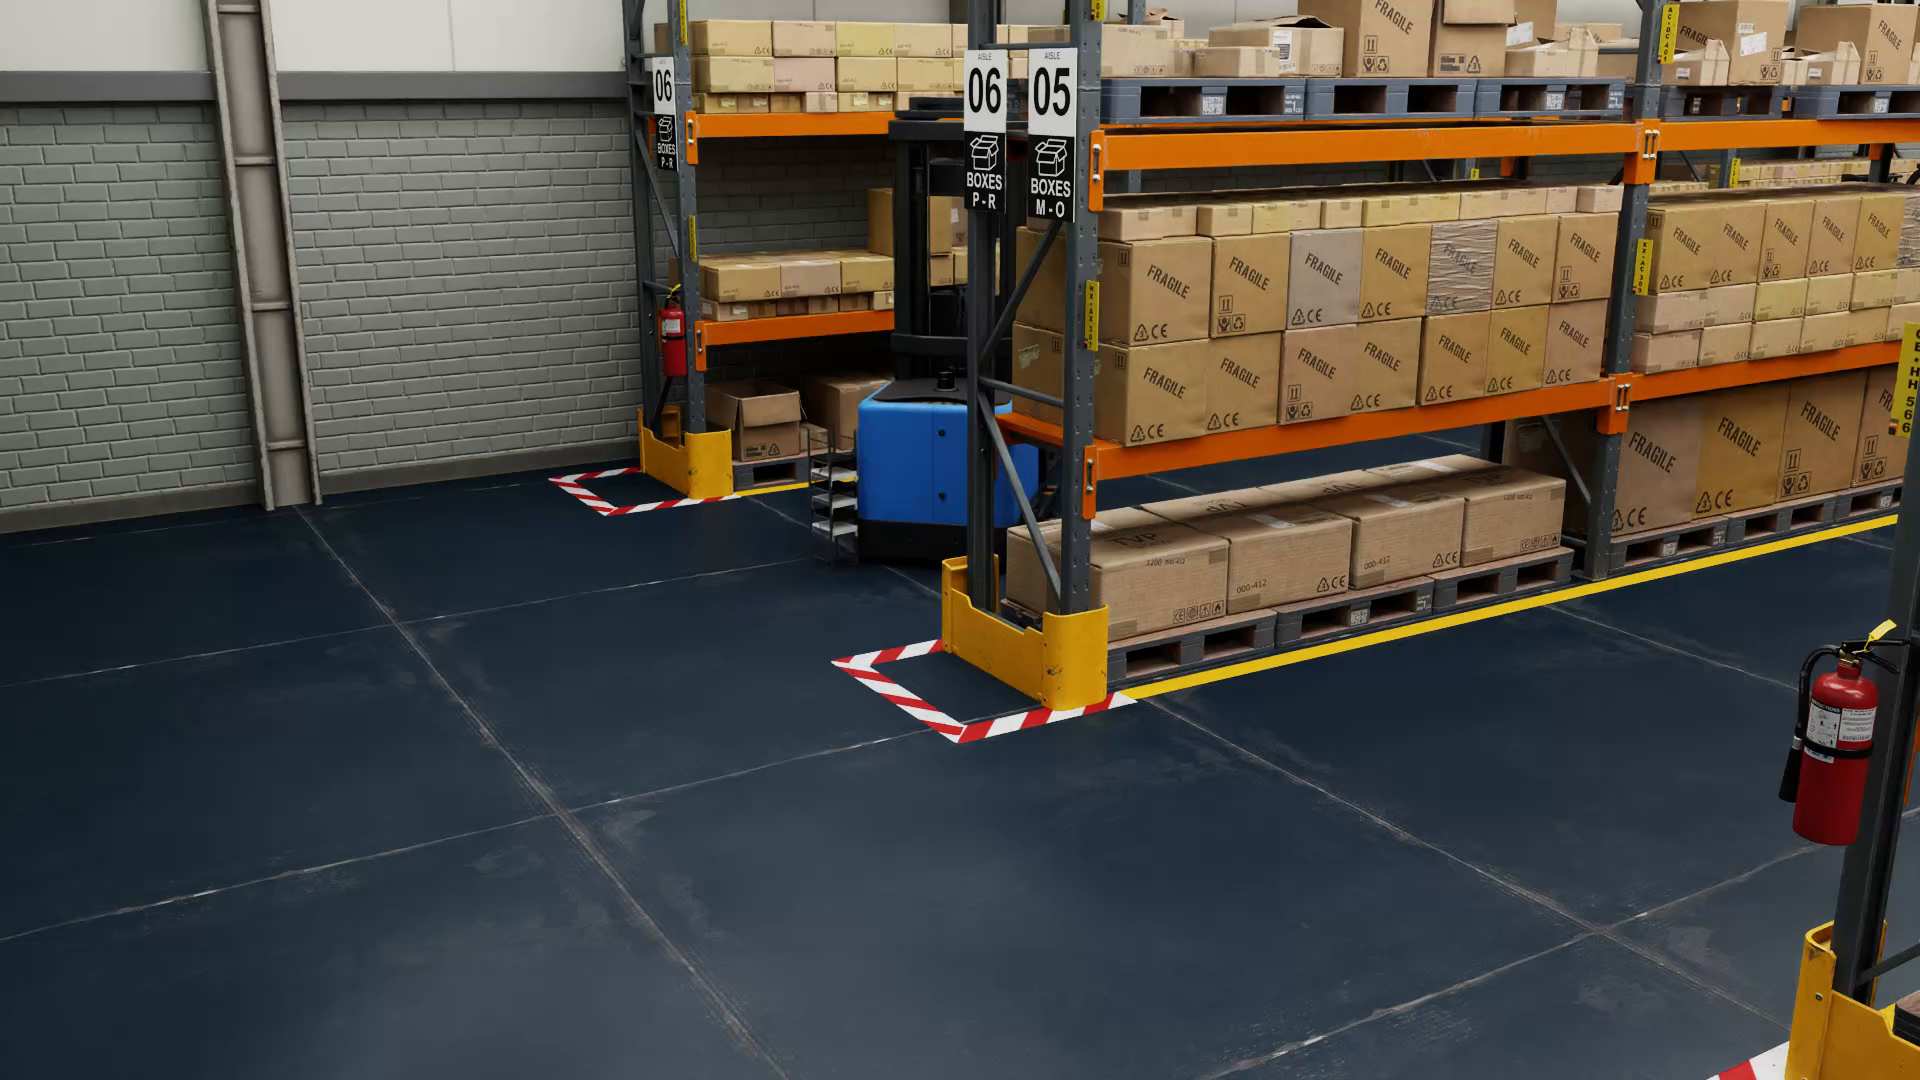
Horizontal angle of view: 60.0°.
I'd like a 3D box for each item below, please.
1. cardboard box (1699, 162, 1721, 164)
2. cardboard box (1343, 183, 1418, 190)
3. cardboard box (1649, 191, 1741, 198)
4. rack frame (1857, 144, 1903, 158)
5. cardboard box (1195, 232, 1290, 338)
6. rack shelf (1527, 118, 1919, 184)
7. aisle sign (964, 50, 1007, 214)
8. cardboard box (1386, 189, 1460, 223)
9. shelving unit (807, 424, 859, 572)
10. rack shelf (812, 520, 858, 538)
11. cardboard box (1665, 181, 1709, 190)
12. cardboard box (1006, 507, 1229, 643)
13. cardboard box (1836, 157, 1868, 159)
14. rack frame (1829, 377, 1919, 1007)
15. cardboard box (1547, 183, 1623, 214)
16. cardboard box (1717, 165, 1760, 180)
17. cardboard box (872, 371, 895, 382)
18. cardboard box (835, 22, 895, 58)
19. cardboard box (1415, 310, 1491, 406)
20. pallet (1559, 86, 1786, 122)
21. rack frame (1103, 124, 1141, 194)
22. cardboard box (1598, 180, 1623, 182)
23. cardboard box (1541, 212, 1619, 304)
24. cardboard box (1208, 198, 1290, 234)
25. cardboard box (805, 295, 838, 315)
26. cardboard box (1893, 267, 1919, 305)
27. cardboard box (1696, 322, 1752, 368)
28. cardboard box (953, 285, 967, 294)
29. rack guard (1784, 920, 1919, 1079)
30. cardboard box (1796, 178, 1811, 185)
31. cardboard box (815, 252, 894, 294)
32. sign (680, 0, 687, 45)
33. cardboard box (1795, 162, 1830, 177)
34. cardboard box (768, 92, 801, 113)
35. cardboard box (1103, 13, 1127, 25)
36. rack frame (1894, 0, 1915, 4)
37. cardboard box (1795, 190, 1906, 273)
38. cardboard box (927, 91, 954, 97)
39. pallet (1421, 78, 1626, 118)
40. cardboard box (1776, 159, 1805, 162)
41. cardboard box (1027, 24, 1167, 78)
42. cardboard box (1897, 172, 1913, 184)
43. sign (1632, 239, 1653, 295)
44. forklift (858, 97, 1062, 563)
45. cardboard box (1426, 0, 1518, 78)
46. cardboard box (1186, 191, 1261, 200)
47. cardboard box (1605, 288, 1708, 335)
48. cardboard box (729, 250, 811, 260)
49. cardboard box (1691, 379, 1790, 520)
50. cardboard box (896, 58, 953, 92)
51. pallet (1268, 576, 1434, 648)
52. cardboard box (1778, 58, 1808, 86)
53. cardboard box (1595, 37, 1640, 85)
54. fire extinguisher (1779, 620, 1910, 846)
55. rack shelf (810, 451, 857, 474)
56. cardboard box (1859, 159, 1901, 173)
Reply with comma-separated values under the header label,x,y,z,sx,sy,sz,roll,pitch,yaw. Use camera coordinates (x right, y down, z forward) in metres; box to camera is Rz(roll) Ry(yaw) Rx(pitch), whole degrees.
label,x,y,z,sx,sy,sz,roll,pitch,yaw
cardboard box,8.647,-4.240,19.039,0.250,0.149,0.380,-9,18,-30
cardboard box,2.474,-2.019,9.817,0.250,0.149,0.380,-10,18,-31
cardboard box,4.912,-2.086,11.256,0.500,0.500,0.500,-9,18,-28
rack frame,11.501,-4.112,20.523,0.127,3.000,1.000,-9,18,-30
cardboard box,1.343,-1.344,8.610,0.500,0.500,0.500,-10,18,-31
rack shelf,5.488,-2.672,11.161,4.000,0.370,1.077,-9,18,-30
aisle sign,0.124,-2.054,8.363,0.004,0.787,0.394,-9,18,-30
cardboard box,2.546,-1.859,9.244,0.250,0.149,0.380,-10,18,-31
shelving unit,-0.818,-0.272,10.711,0.210,0.900,0.258,-13,20,-39
rack shelf,-0.818,-0.066,10.769,0.200,0.077,0.258,-13,20,-39
cardboard box,7.894,-3.818,18.086,0.250,0.149,0.380,-9,18,-28
cardboard box,0.860,0.176,9.193,0.875,0.438,0.875,-10,18,-32
cardboard box,10.843,-4.596,20.311,0.250,0.149,0.380,-9,18,-28
rack frame,2.981,0.391,4.458,0.127,3.000,1.000,-9,18,-30
cardboard box,3.674,-2.022,9.826,0.250,0.149,0.380,-10,18,-31
cardboard box,8.667,-4.097,18.530,0.250,0.149,0.380,-9,18,-29
cardboard box,-0.384,-1.110,13.666,0.500,0.500,0.500,-9,18,-29
cardboard box,-0.835,-3.787,12.606,0.500,0.250,0.500,-10,18,-31
cardboard box,2.647,-1.075,9.502,0.500,0.500,0.500,-10,18,-31
pallet,4.535,-2.787,10.594,1.217,0.209,0.805,-10,19,-32
rack frame,1.215,-2.444,14.572,0.127,3.000,1.000,-9,18,-30
cardboard box,7.189,-3.858,18.228,0.250,0.149,0.380,-9,18,-30
cardboard box,3.512,-1.697,9.867,0.500,0.500,0.500,-9,18,-30
cardboard box,1.478,-1.671,8.574,0.250,0.149,0.380,-10,18,-32
cardboard box,-1.141,-1.861,12.957,0.250,0.149,0.380,-9,18,-28
cardboard box,6.481,-1.823,11.706,0.500,0.250,0.500,-10,18,-31
cardboard box,4.730,-1.297,10.756,0.500,0.250,0.500,-10,18,-31
cardboard box,-0.073,-2.055,13.651,0.250,0.149,0.380,-9,18,-29
rack guard,3.046,1.584,4.833,0.348,0.500,1.175,-9,18,-30
cardboard box,9.386,-4.033,18.851,0.250,0.149,0.380,-9,18,-30
cardboard box,-0.822,-2.101,13.076,0.500,0.250,0.500,-10,18,-31
sign,-1.935,-3.628,11.618,0.005,0.325,0.100,-9,18,-30
cardboard box,9.766,-4.272,19.154,0.250,0.149,0.380,-9,18,-29
cardboard box,-1.381,-3.276,12.449,0.250,0.149,0.380,-9,18,-29
cardboard box,1.442,-4.419,14.243,0.258,0.266,0.396,-10,18,-31
rack frame,7.203,-4.741,11.651,0.127,3.000,1.000,-9,18,-30
cardboard box,6.030,-2.109,11.338,0.500,0.500,0.500,-9,18,-30
cardboard box,-0.246,-3.429,12.991,0.250,0.149,0.380,-9,18,-29
pallet,3.067,-2.587,9.687,1.213,0.211,1.003,-9,18,-30
cardboard box,9.762,-4.410,19.648,0.250,0.149,0.380,-9,18,-29
cardboard box,0.685,-2.446,8.336,0.500,0.250,0.500,-11,19,-35
cardboard box,11.144,-4.317,19.868,0.250,0.149,0.380,-9,18,-29
sign,4.061,-1.623,9.892,0.005,0.325,0.100,-9,18,-30
forklift,0.133,-1.616,11.743,1.130,2.935,3.031,3,16,11
cardboard box,2.635,-2.846,9.293,0.637,0.503,0.797,-8,17,-25
cardboard box,1.431,-1.820,9.106,0.250,0.149,0.380,-9,18,-30
cardboard box,4.296,-1.461,10.416,0.500,0.250,0.500,-10,18,-31
cardboard box,-1.514,-2.156,13.271,0.500,0.250,0.500,-9,18,-30
cardboard box,5.035,-0.708,11.535,0.875,0.875,0.875,-9,18,-28
cardboard box,-0.391,-3.623,12.947,0.500,0.250,0.500,-10,18,-31
pallet,2.035,0.305,9.932,1.213,0.211,1.003,-9,18,-30
cardboard box,5.039,-2.925,10.386,0.250,0.166,0.380,-11,19,-33
cardboard box,4.421,-3.071,10.638,0.500,0.311,0.500,-9,18,-30
fire extinguisher,2.528,0.536,4.775,0.183,0.674,0.296,-9,18,-30
rack shelf,-0.818,-0.499,10.647,0.200,0.077,0.258,-13,20,-39
cardboard box,10.896,-4.433,19.730,0.250,0.149,0.380,-9,18,-28
